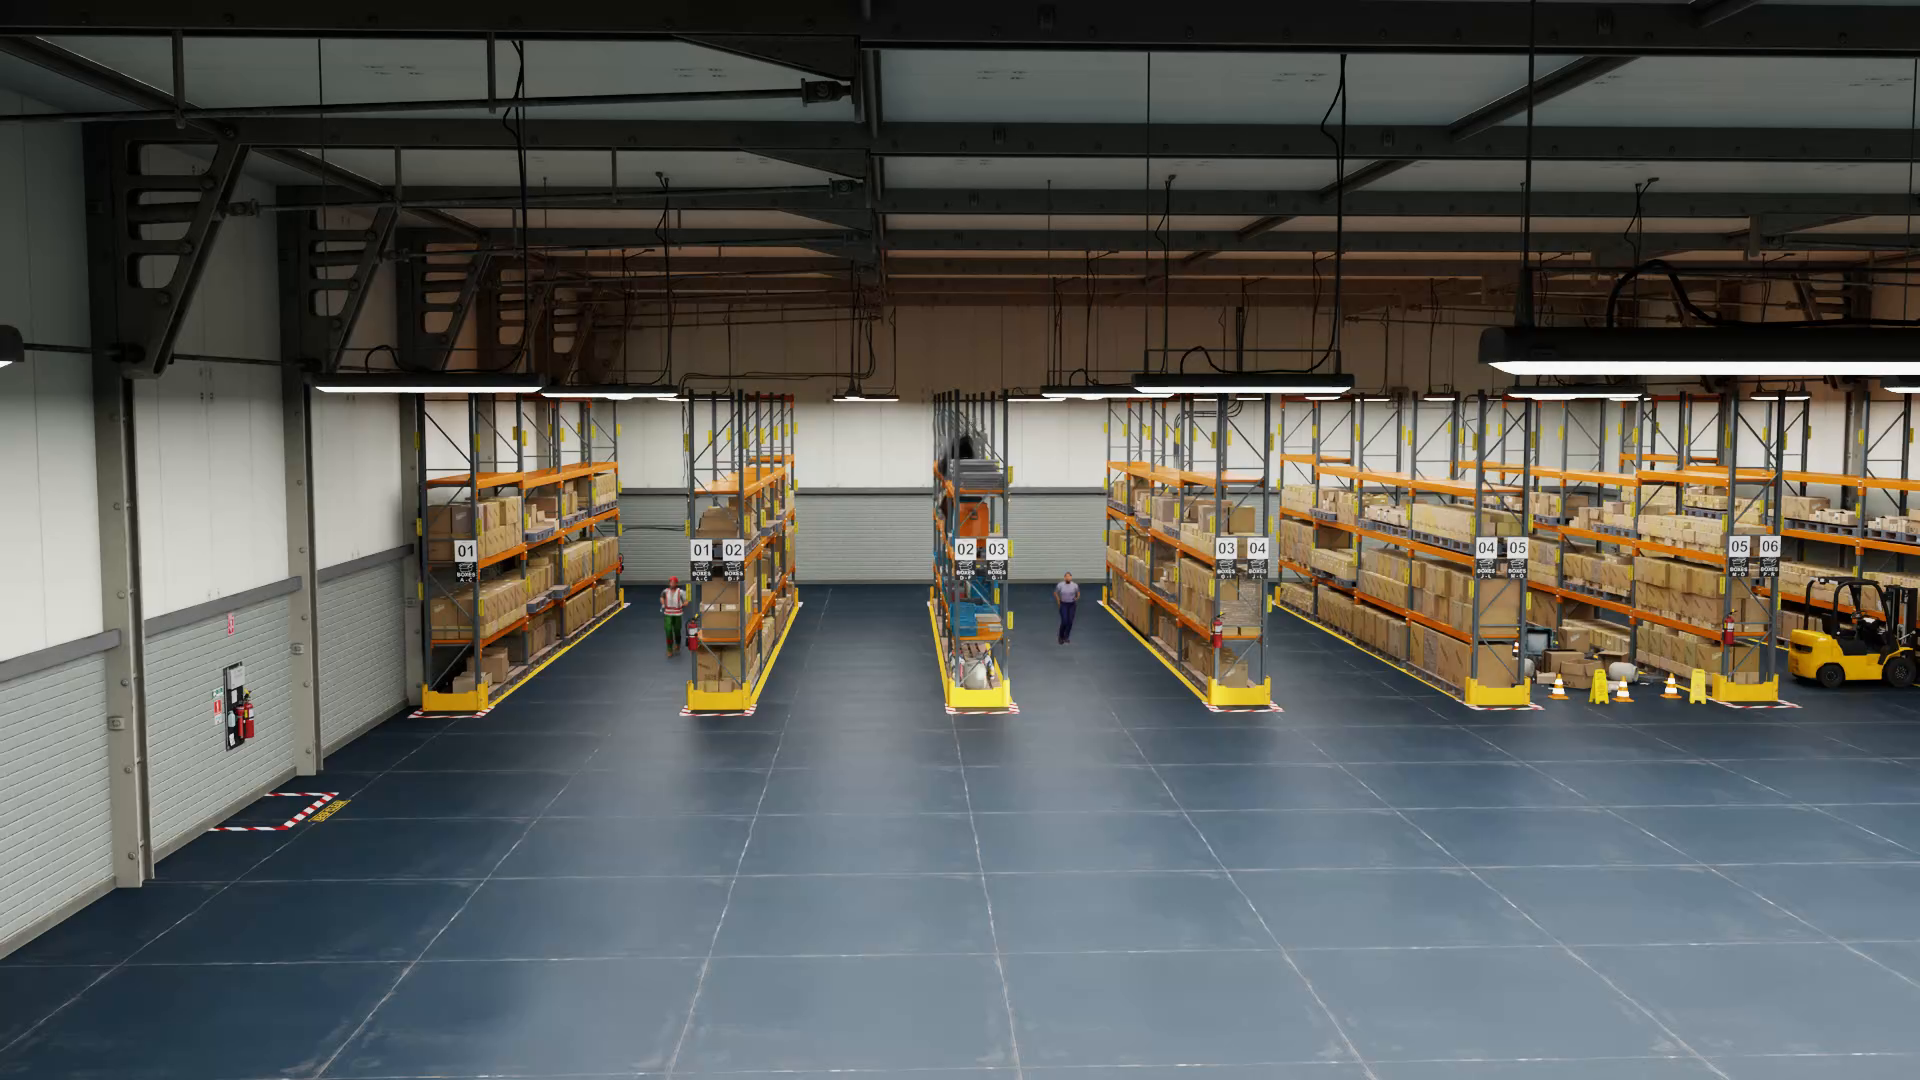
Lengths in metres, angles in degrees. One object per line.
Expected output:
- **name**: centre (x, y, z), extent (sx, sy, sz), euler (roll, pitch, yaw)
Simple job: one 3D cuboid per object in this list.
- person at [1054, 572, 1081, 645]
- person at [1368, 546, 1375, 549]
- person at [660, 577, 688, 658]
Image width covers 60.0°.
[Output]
- **person**: centre (2.467, 1.576, 37.865), extent (0.586, 1.649, 0.576), euler (-1, 5, -8)
- **person**: centre (11.528, 1.046, 46.549), extent (0.711, 1.750, 0.884), euler (-2, 5, -22)
- **person**: centre (-6.512, 1.726, 37.846), extent (0.652, 1.805, 0.983), euler (0, 5, -2)
